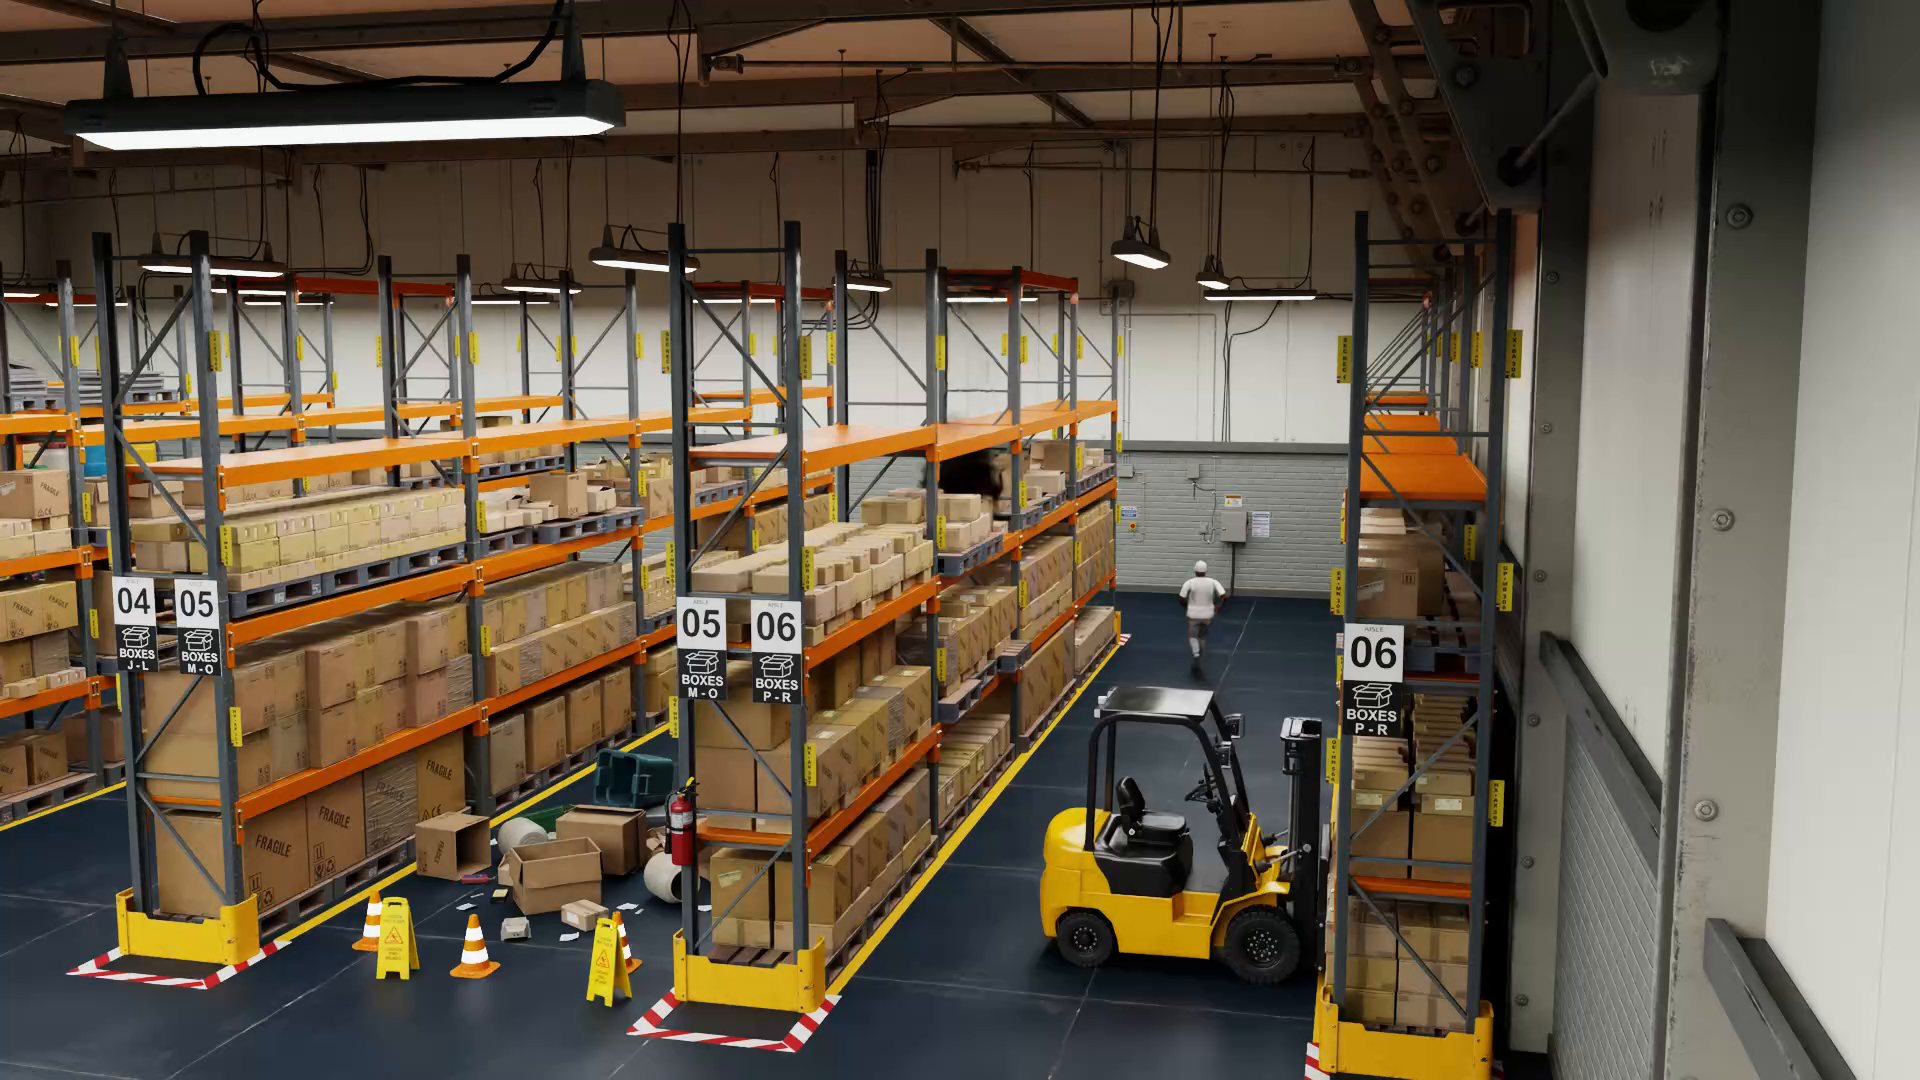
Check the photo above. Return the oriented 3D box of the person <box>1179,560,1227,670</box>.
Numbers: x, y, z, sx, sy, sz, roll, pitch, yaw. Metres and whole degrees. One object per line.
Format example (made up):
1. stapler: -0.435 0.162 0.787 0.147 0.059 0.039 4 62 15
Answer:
1. person: 3.731 1.178 25.719 0.732 1.734 0.810 0 7 -3
